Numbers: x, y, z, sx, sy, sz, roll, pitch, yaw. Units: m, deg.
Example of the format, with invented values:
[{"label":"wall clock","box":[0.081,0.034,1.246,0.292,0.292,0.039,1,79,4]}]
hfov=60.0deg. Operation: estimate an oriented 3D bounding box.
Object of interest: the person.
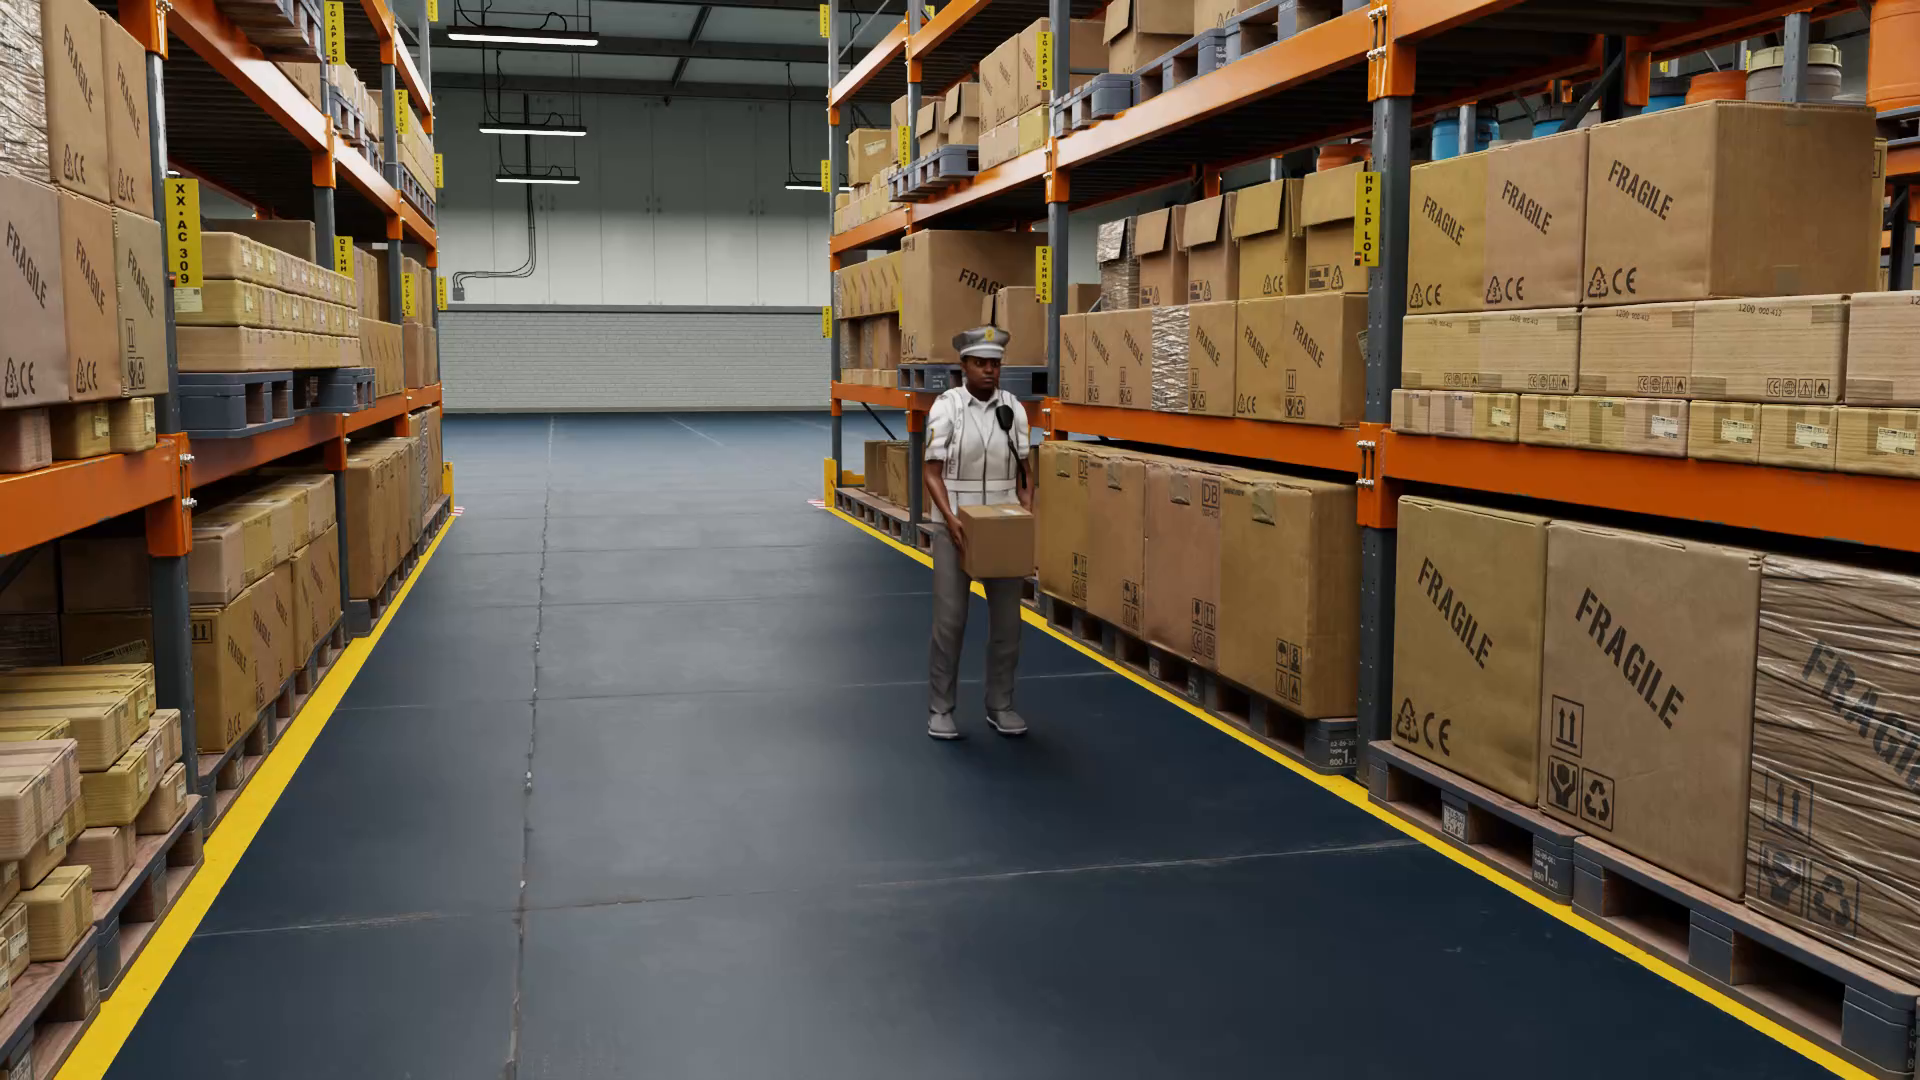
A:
[{"label":"person","box":[0.090,-0.035,6.879,0.475,1.686,0.442,-2,6,-15]}]
